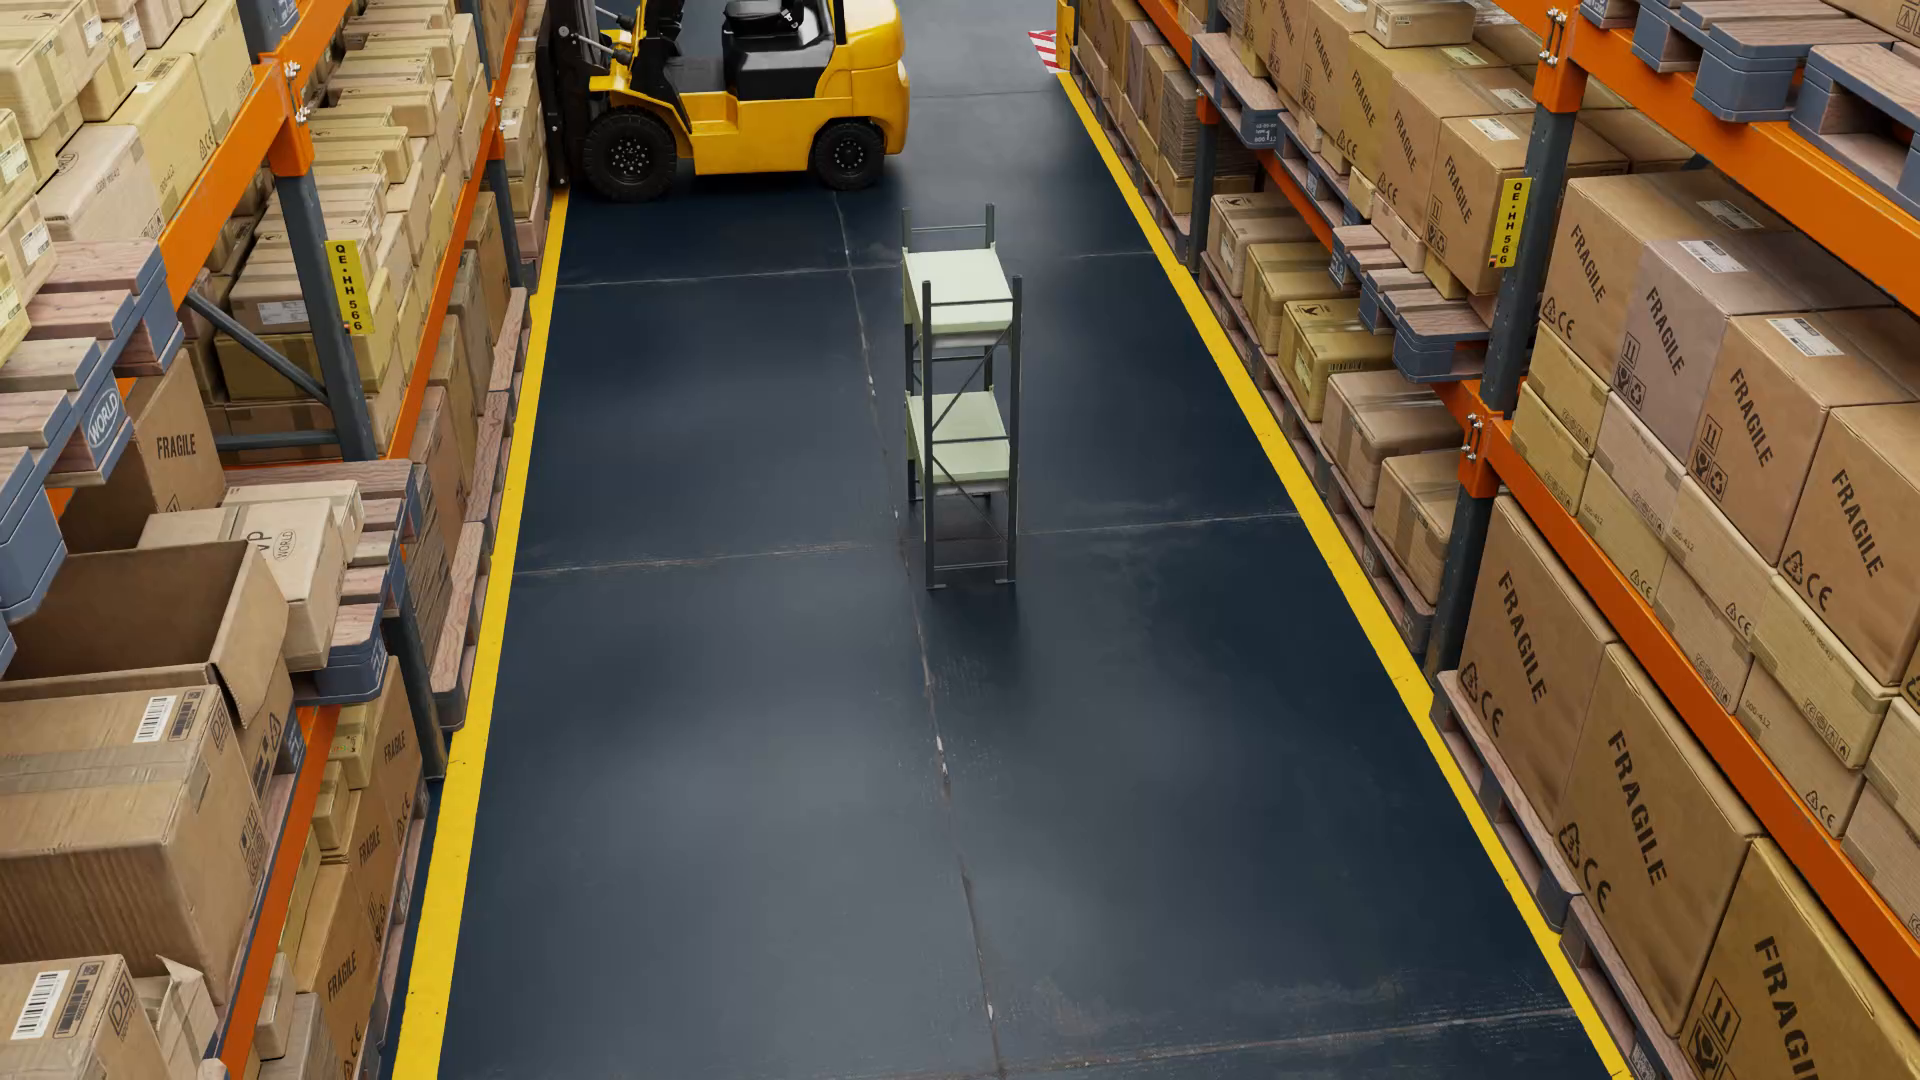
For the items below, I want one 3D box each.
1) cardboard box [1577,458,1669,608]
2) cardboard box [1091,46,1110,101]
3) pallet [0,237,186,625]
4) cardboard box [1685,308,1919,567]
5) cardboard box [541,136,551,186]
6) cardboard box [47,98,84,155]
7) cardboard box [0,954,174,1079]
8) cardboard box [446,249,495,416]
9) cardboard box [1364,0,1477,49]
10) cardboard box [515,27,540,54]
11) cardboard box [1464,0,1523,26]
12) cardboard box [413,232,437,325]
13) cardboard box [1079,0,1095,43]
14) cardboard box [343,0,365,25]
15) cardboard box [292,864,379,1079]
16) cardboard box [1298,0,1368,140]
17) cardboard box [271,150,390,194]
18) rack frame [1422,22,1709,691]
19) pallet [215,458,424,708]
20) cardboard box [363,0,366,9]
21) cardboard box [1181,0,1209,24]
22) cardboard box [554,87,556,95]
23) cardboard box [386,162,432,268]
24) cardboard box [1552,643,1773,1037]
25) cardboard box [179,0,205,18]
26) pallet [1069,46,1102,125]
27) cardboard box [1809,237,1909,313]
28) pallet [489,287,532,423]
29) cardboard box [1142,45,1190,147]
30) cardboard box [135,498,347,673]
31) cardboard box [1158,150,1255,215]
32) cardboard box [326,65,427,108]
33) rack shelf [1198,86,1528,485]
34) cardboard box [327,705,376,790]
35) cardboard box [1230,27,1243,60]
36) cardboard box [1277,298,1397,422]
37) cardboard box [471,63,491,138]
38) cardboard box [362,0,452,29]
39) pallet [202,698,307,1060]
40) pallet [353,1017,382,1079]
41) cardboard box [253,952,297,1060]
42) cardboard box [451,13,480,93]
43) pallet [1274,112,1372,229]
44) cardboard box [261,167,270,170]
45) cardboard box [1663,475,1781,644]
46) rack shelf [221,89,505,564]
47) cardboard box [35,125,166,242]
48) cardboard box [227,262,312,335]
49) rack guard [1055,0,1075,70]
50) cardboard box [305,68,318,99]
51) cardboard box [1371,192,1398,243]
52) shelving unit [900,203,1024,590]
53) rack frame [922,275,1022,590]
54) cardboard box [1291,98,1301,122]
[{"bbox_3d":[2.336,-0.051,5.295,0.500,0.250,0.500,-5,35,-8],"label":"cardboard box"},{"bbox_3d":[1.252,-3.436,12.197,0.500,0.250,0.500,-3,34,-5],"label":"cardboard box"},{"bbox_3d":[-2.108,-0.190,2.869,1.213,0.211,1.003,-4,35,-6],"label":"pallet"},{"bbox_3d":[2.387,-0.285,4.529,0.500,0.500,0.500,-3,34,-5],"label":"cardboard box"},{"bbox_3d":[-2.929,-2.445,10.743,0.500,0.250,0.500,-4,34,-6],"label":"cardboard box"},{"bbox_3d":[-2.113,-0.902,3.526,0.380,0.149,0.250,-4,34,-6],"label":"cardboard box"},{"bbox_3d":[-1.861,1.129,2.968,0.700,0.500,0.500,-4,34,-6],"label":"cardboard box"},{"bbox_3d":[-2.846,-1.013,8.309,0.875,0.625,0.625,-5,35,-7],"label":"cardboard box"},{"bbox_3d":[1.933,-2.188,6.995,0.380,0.149,0.250,-6,35,-9],"label":"cardboard box"},{"bbox_3d":[-2.978,-3.145,10.883,0.500,0.250,0.500,-5,35,-7],"label":"cardboard box"},{"bbox_3d":[2.387,-2.163,7.534,0.500,0.500,0.500,-6,35,-8],"label":"cardboard box"},{"bbox_3d":[-2.442,-1.085,6.811,0.500,0.250,0.500,-5,35,-8],"label":"cardboard box"},{"bbox_3d":[1.195,-4.018,12.385,0.500,0.500,0.500,-5,35,-8],"label":"cardboard box"},{"bbox_3d":[-3.189,-2.642,8.298,0.380,0.149,0.250,-5,35,-7],"label":"cardboard box"},{"bbox_3d":[-2.086,1.338,4.969,0.500,0.500,0.500,-3,34,-4],"label":"cardboard box"},{"bbox_3d":[1.874,-2.135,7.493,0.500,0.500,0.500,-6,35,-8],"label":"cardboard box"},{"bbox_3d":[-2.445,-1.395,6.469,0.380,0.149,0.250,-4,34,-6],"label":"cardboard box"},{"bbox_3d":[2.432,-0.691,6.100,1.000,3.000,0.127,-4,35,-6],"label":"rack frame"},{"bbox_3d":[-2.325,0.140,5.052,1.213,0.211,1.003,-4,35,-6],"label":"pallet"},{"bbox_3d":[-3.352,-2.816,9.130,0.500,0.500,0.500,-5,35,-7],"label":"cardboard box"},{"bbox_3d":[1.588,-3.316,9.600,0.500,0.500,0.500,-5,35,-8],"label":"cardboard box"},{"bbox_3d":[-3.039,-3.206,11.415,0.500,0.250,0.500,-5,35,-7],"label":"cardboard box"},{"bbox_3d":[-2.422,-1.296,6.678,0.500,0.250,0.500,-5,35,-8],"label":"cardboard box"},{"bbox_3d":[2.559,0.904,5.274,0.875,0.875,0.875,-4,34,-6],"label":"cardboard box"},{"bbox_3d":[-2.199,-1.475,4.367,0.380,0.149,0.250,-4,34,-5],"label":"cardboard box"},{"bbox_3d":[1.441,-3.504,12.705,1.003,0.211,1.213,-4,35,-6],"label":"pallet"},{"bbox_3d":[2.838,-0.591,4.977,0.500,0.500,0.500,-4,34,-6],"label":"cardboard box"},{"bbox_3d":[-2.886,-0.984,9.007,1.003,0.211,1.213,-4,35,-6],"label":"pallet"},{"bbox_3d":[1.479,-2.864,10.691,0.500,0.500,0.500,-4,34,-6],"label":"cardboard box"},{"bbox_3d":[-2.023,0.140,4.641,0.500,0.250,0.500,-6,35,-9],"label":"cardboard box"},{"bbox_3d":[1.549,-2.270,10.486,0.500,0.250,0.500,-3,34,-4],"label":"cardboard box"},{"bbox_3d":[-2.556,-1.970,7.312,0.380,0.149,0.250,-4,34,-6],"label":"cardboard box"},{"bbox_3d":[2.163,-1.509,7.940,1.077,0.370,4.000,-4,35,-6],"label":"rack shelf"},{"bbox_3d":[-2.101,0.685,5.352,0.380,0.149,0.250,-6,35,-9],"label":"cardboard box"},{"bbox_3d":[1.656,-2.660,8.840,0.380,0.149,0.250,-4,34,-6],"label":"cardboard box"},{"bbox_3d":[2.163,-0.929,8.410,0.950,0.372,0.625,-3,34,-5],"label":"cardboard box"},{"bbox_3d":[-2.697,-2.221,8.479,0.500,0.250,0.500,-4,34,-5],"label":"cardboard box"},{"bbox_3d":[-2.705,-2.538,8.145,0.380,0.149,0.250,-5,35,-7],"label":"cardboard box"},{"bbox_3d":[-2.220,0.852,4.007,1.003,0.211,1.213,-4,35,-6],"label":"pallet"},{"bbox_3d":[-2.262,1.938,4.718,1.003,0.211,1.213,-4,35,-6],"label":"pallet"},{"bbox_3d":[-2.018,1.277,4.483,0.380,0.149,0.250,-6,35,-9],"label":"cardboard box"},{"bbox_3d":[-2.704,-2.435,8.348,0.500,0.250,0.500,-5,35,-7],"label":"cardboard box"},{"bbox_3d":[2.126,-1.713,7.770,1.003,0.211,1.213,-4,35,-6],"label":"pallet"},{"bbox_3d":[-3.017,-1.533,7.025,0.500,0.250,0.500,-5,35,-7],"label":"cardboard box"},{"bbox_3d":[2.379,0.034,4.726,0.500,0.250,0.500,-4,35,-7],"label":"cardboard box"},{"bbox_3d":[-2.755,-1.131,7.385,1.077,0.370,4.000,-4,35,-6],"label":"rack shelf"},{"bbox_3d":[-2.040,-0.663,3.528,0.500,0.250,0.500,-4,35,-6],"label":"cardboard box"},{"bbox_3d":[-2.237,-0.822,5.628,0.380,0.149,0.250,-3,34,-5],"label":"cardboard box"},{"bbox_3d":[1.367,-4.080,13.292,1.175,0.500,0.348,-4,35,-6],"label":"rack guard"},{"bbox_3d":[-3.109,-2.067,7.454,0.380,0.149,0.250,-4,35,-6],"label":"cardboard box"},{"bbox_3d":[1.943,-1.348,6.914,0.380,0.149,0.250,-6,35,-9],"label":"cardboard box"},{"bbox_3d":[-0.001,-0.623,7.333,0.431,1.500,0.755,-4,35,-6],"label":"shelving unit"},{"bbox_3d":[0.048,-0.419,7.033,0.400,1.500,0.023,-4,35,-6],"label":"rack frame"},{"bbox_3d":[1.819,-2.083,7.993,0.380,0.149,0.250,-4,34,-6],"label":"cardboard box"}]
